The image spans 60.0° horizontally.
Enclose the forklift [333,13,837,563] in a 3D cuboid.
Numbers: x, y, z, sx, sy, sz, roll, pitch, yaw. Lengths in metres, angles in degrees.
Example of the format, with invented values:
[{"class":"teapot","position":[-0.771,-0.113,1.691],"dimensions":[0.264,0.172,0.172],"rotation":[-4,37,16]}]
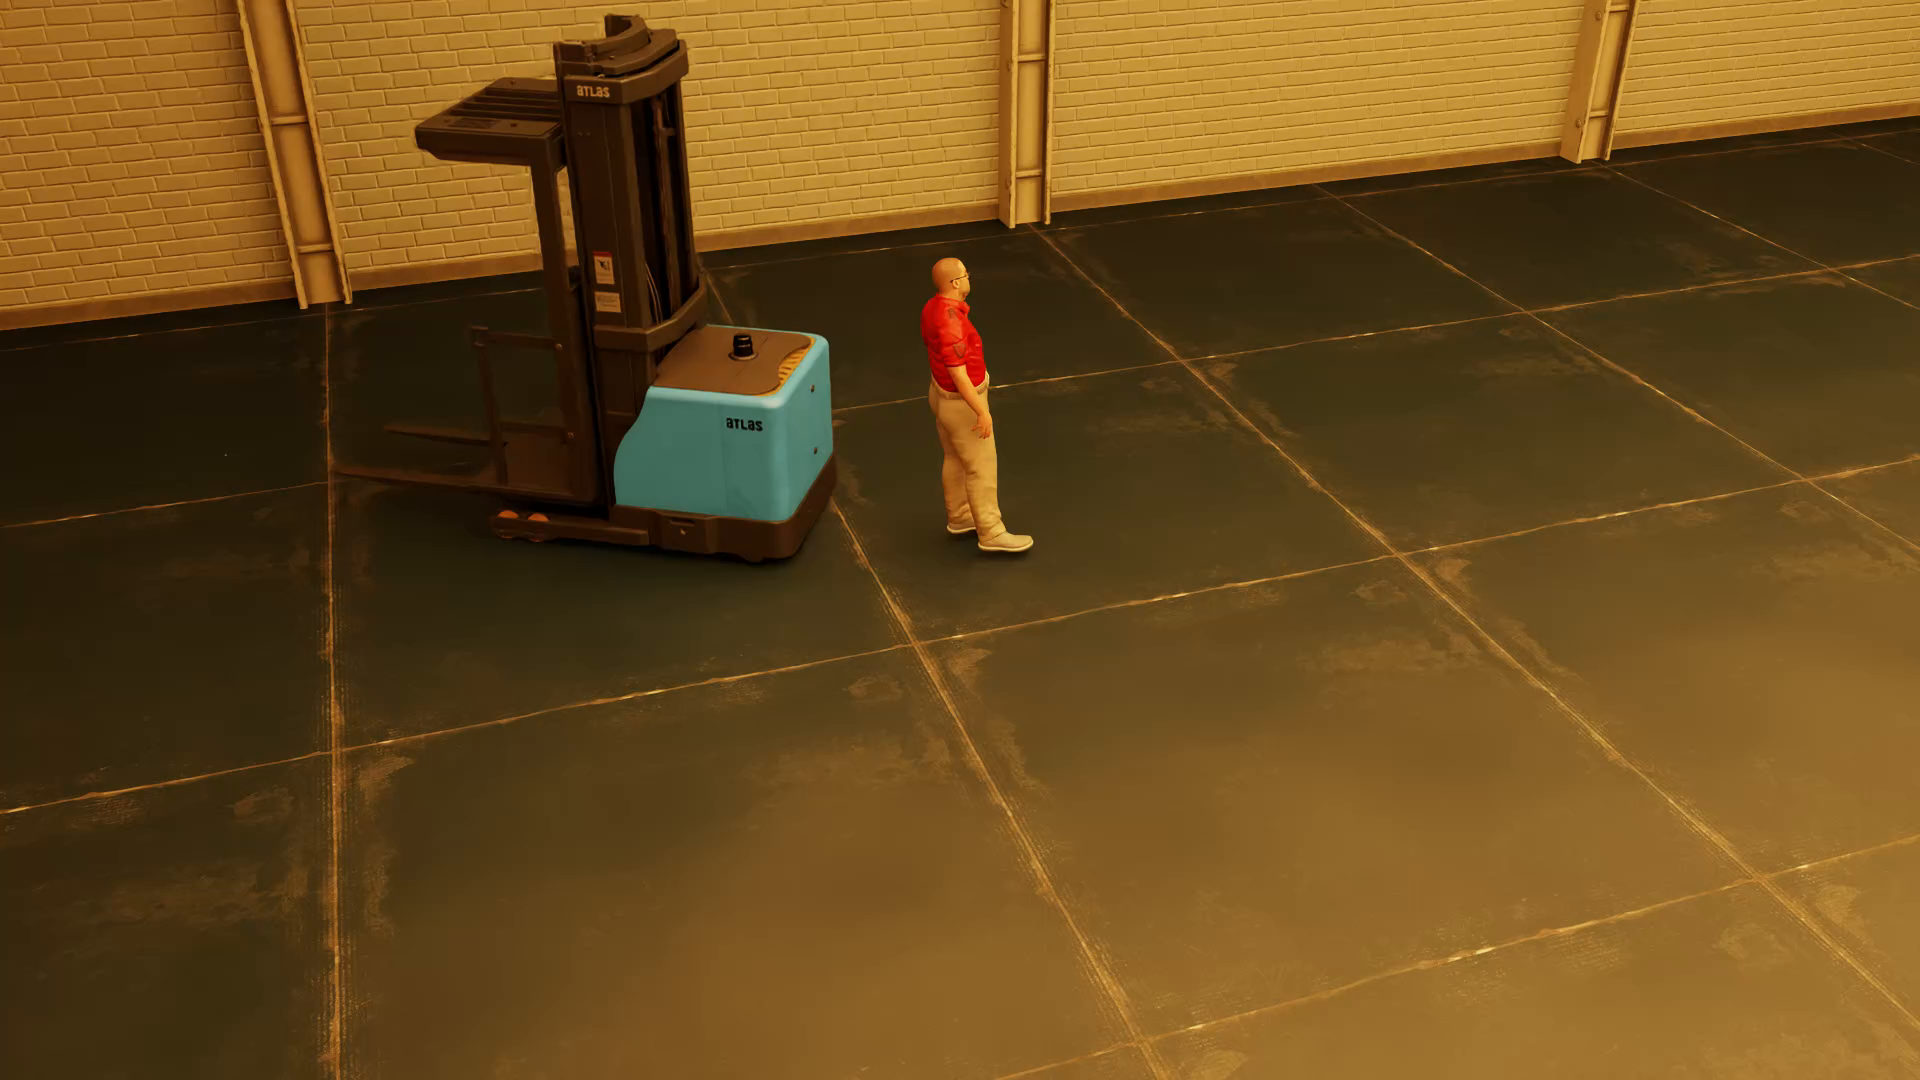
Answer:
[{"class":"forklift","position":[-2.349,-1.506,9.705],"dimensions":[3.031,2.935,1.130],"rotation":[6,31,11]}]

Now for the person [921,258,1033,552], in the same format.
[{"class":"person","position":[0.089,-0.798,9.586],"dimensions":[0.551,1.727,0.640],"rotation":[-10,31,-16]}]
